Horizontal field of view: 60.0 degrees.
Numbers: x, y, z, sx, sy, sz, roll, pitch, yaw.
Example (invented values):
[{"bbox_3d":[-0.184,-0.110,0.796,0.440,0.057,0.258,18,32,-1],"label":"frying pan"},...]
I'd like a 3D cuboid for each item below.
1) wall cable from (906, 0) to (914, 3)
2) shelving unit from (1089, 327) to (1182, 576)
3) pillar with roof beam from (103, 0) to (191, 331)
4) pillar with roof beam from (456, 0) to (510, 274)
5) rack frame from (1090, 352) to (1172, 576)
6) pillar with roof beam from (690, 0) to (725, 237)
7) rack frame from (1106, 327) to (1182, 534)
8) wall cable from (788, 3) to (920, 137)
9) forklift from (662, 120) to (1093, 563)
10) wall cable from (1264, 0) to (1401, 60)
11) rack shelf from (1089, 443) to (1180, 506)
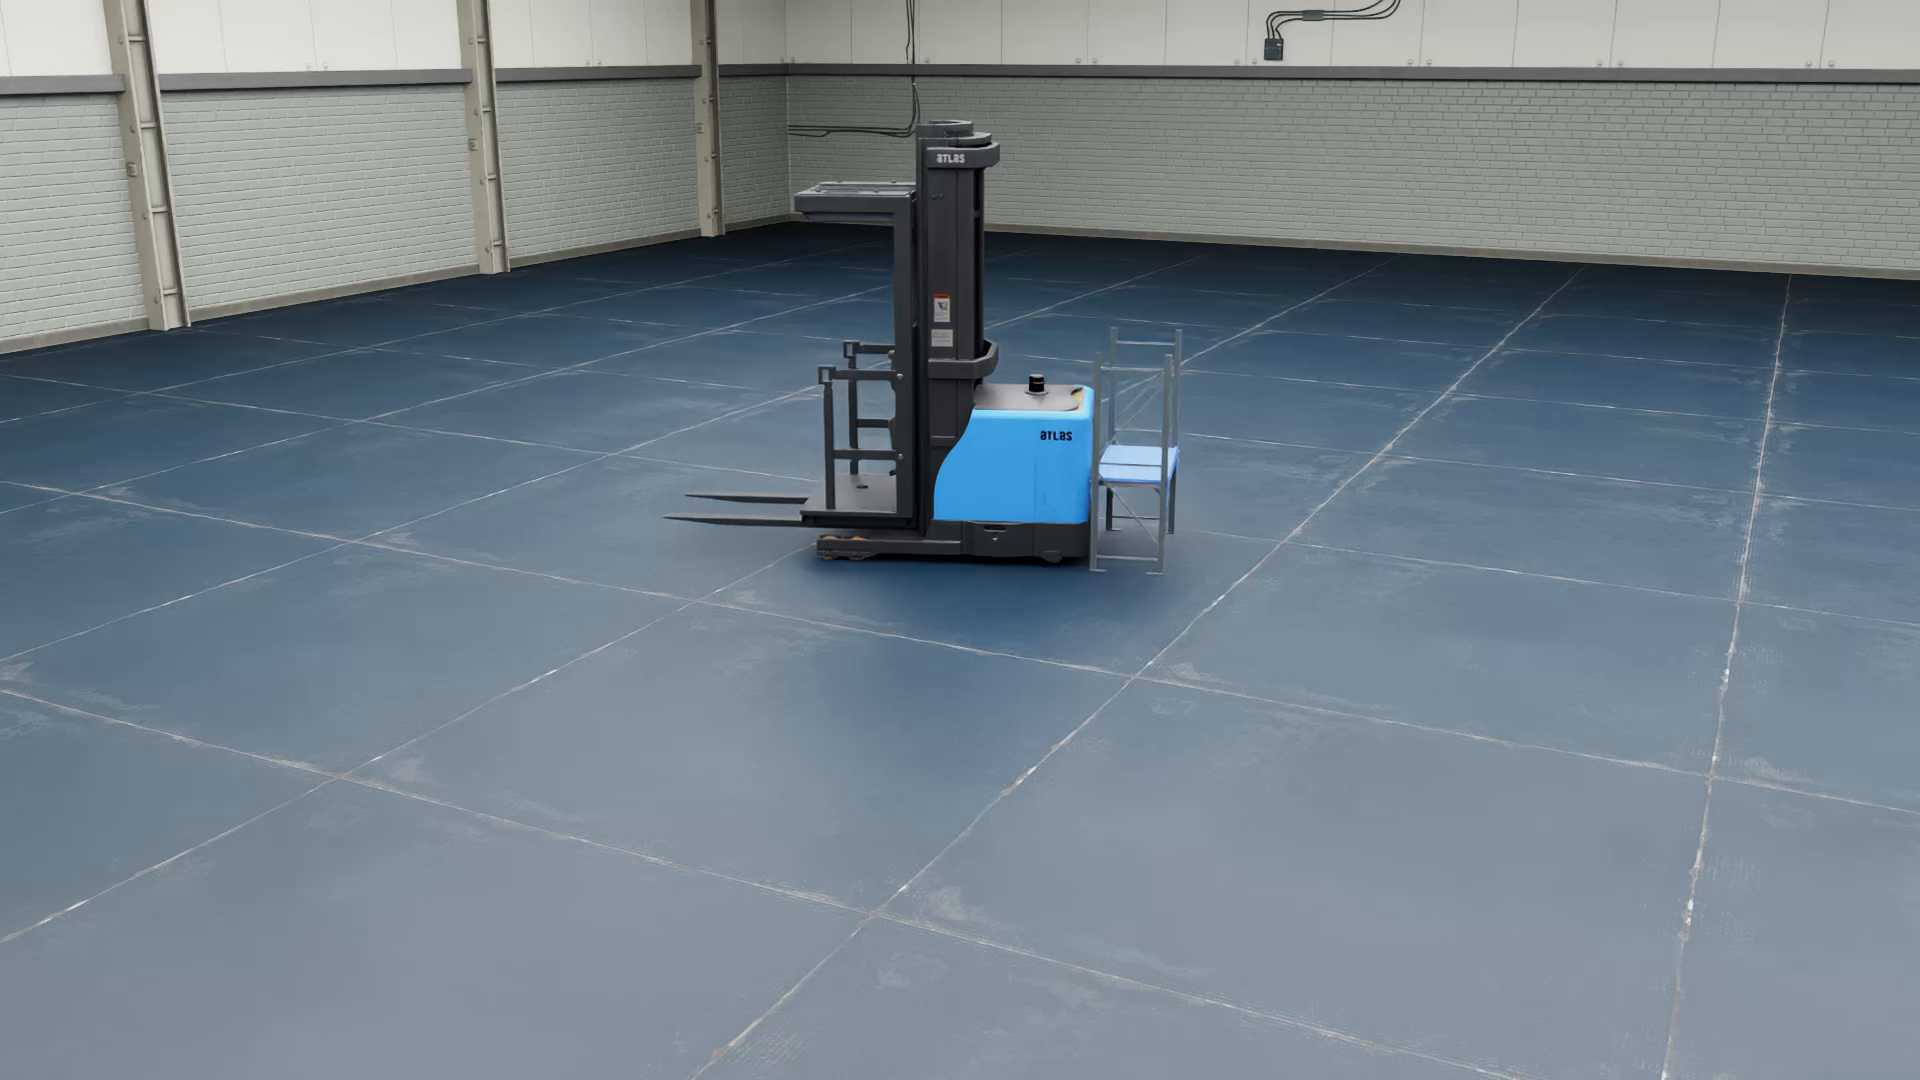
[{"bbox_3d":[0.248,-11.241,30.648,3.097,2.526,0.112,8,18,25],"label":"wall cable"},{"bbox_3d":[1.227,-0.639,11.541,0.538,1.500,1.048,3,17,10],"label":"shelving unit"},{"bbox_3d":[-6.182,-6.466,17.989,9.100,9.000,0.400,8,18,25],"label":"pillar with roof beam"},{"bbox_3d":[-3.501,-7.994,23.134,9.100,9.000,0.400,8,18,25],"label":"pillar with roof beam"},{"bbox_3d":[1.131,-0.497,11.062,0.500,1.500,0.032,3,17,10],"label":"rack frame"},{"bbox_3d":[-0.820,-9.522,28.280,9.100,9.000,0.400,8,18,25],"label":"pillar with roof beam"},{"bbox_3d":[1.324,-0.781,12.019,0.500,1.500,0.032,3,17,10],"label":"rack frame"},{"bbox_3d":[-2.172,-9.164,32.526,3.097,2.526,0.112,8,18,25],"label":"wall cable"},{"bbox_3d":[-0.577,-1.407,11.613,3.031,2.935,1.130,2,17,6],"label":"forklift"},{"bbox_3d":[6.314,-11.071,27.520,2.305,6.003,0.169,8,18,25],"label":"wall cable"},{"bbox_3d":[1.227,-0.466,11.592,0.538,0.185,1.000,3,17,10],"label":"rack shelf"}]
